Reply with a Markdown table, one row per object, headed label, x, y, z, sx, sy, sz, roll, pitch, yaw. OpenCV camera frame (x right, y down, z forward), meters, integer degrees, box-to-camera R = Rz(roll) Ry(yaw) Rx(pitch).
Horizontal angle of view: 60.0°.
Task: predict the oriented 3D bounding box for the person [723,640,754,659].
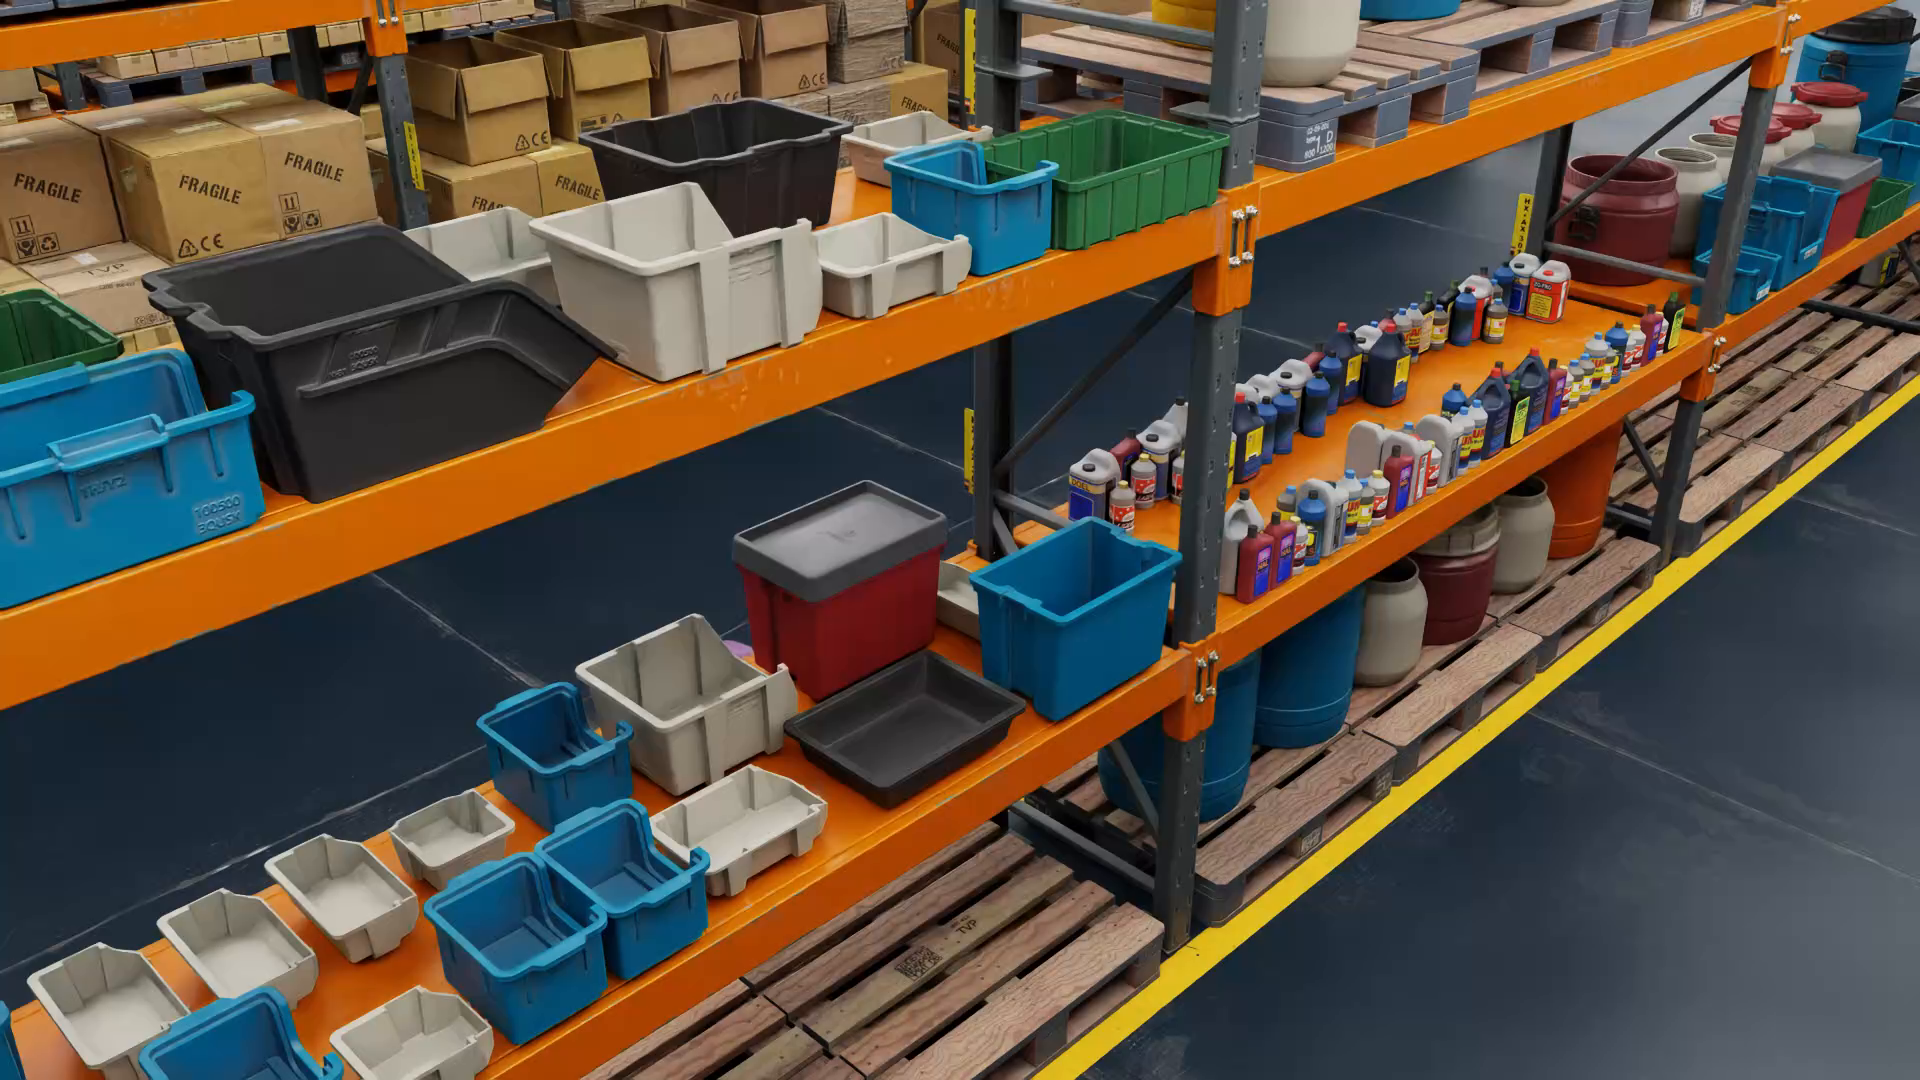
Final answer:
| label | x | y | z | sx | sy | sz | roll | pitch | yaw |
| --- | --- | --- | --- | --- | --- | --- | --- | --- | --- |
| person | -1.031 | 0.839 | 6.506 | 0.422 | 0.767 | 0.873 | 18 | 33 | 31 |
